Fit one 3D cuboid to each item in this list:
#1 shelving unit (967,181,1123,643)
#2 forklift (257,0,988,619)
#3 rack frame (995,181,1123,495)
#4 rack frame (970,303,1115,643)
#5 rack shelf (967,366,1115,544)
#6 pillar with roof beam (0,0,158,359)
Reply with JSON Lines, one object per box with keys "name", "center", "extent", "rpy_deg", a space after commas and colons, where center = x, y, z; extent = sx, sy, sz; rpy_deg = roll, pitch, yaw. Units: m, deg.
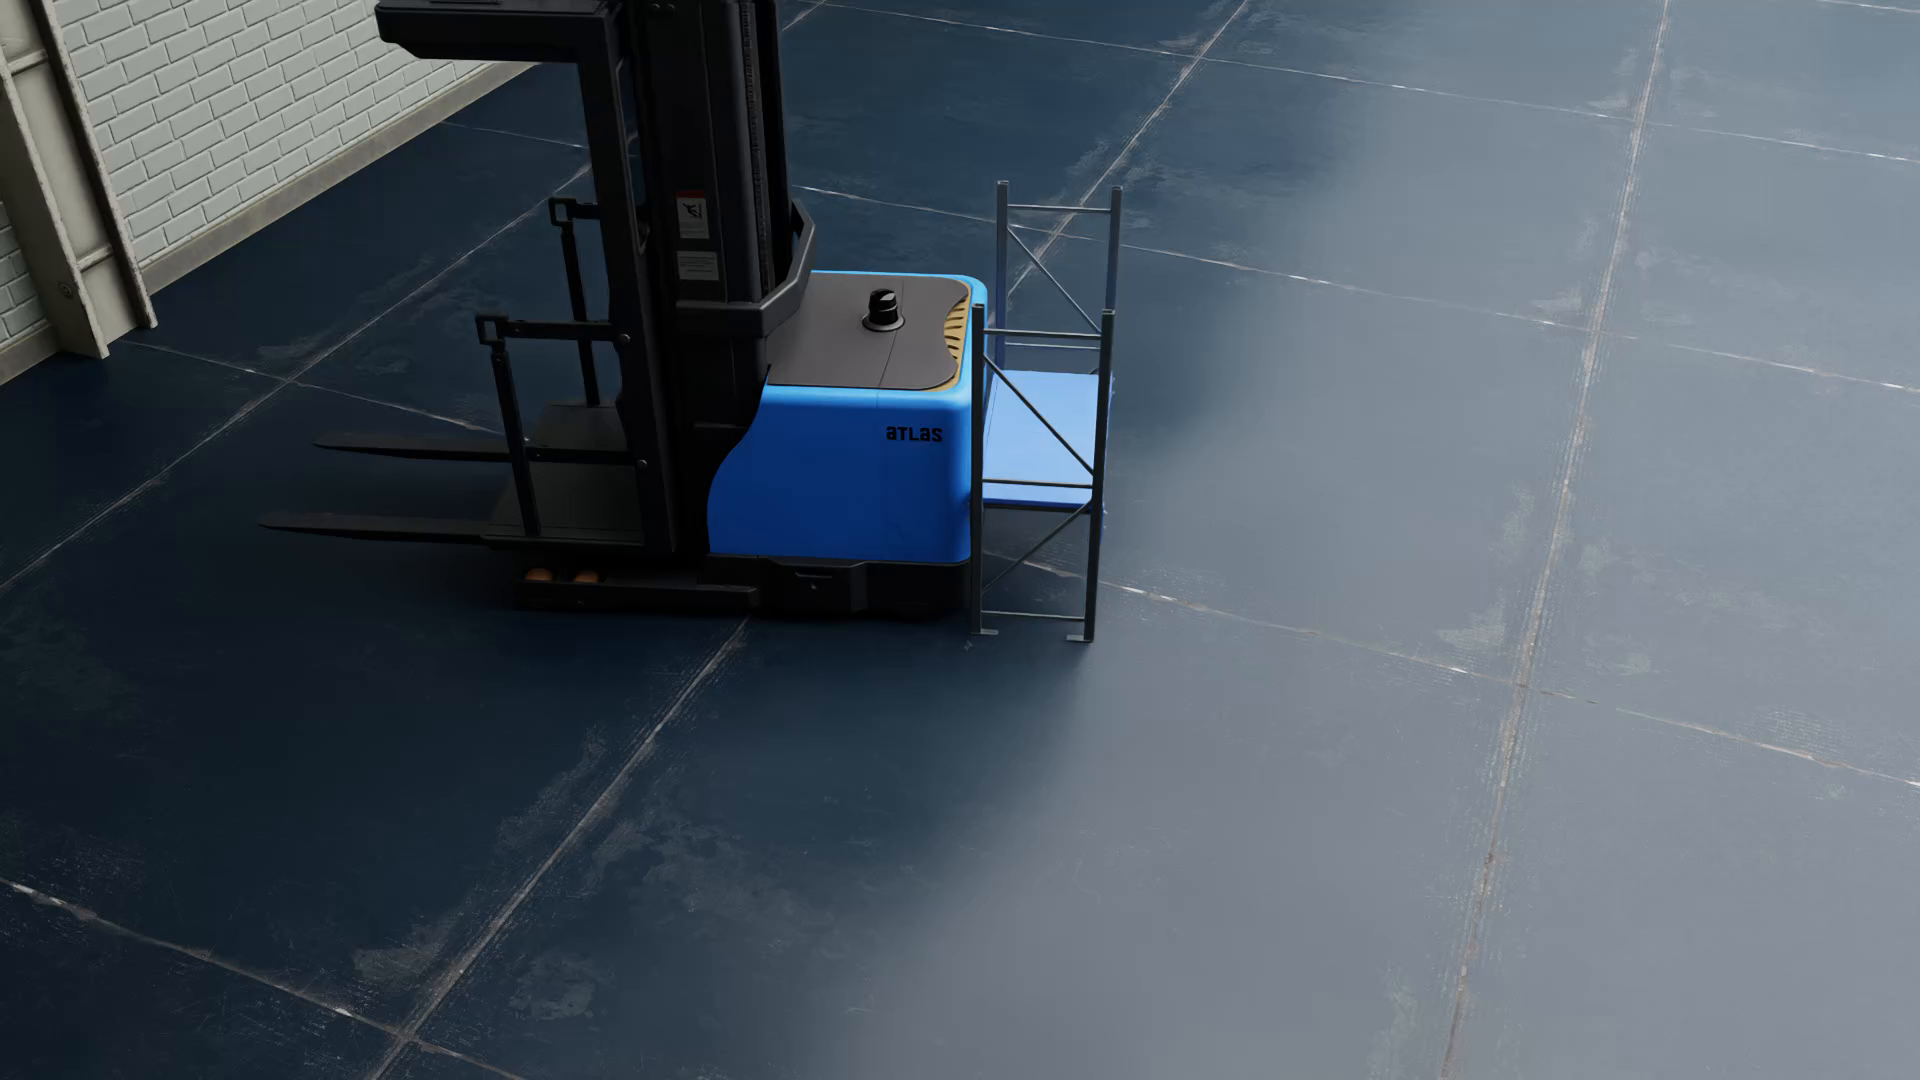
{"name": "shelving unit", "center": [0.346, -0.514, 6.684], "extent": [0.538, 1.500, 1.048], "rpy_deg": [4, 37, 5]}
{"name": "forklift", "center": [-1.414, -1.196, 6.403], "extent": [3.031, 2.935, 1.130], "rpy_deg": [2, 37, 3]}
{"name": "rack frame", "center": [0.400, -0.816, 7.089], "extent": [0.500, 1.500, 0.032], "rpy_deg": [4, 37, 5]}
{"name": "rack frame", "center": [0.292, -0.211, 6.279], "extent": [0.500, 1.500, 0.032], "rpy_deg": [4, 37, 5]}
{"name": "rack shelf", "center": [0.346, -0.369, 6.792], "extent": [0.538, 0.185, 1.000], "rpy_deg": [4, 37, 5]}
{"name": "pillar with roof beam", "center": [-0.464, -3.690, 4.671], "extent": [9.100, 9.000, 0.400], "rpy_deg": [14, 39, 18]}
